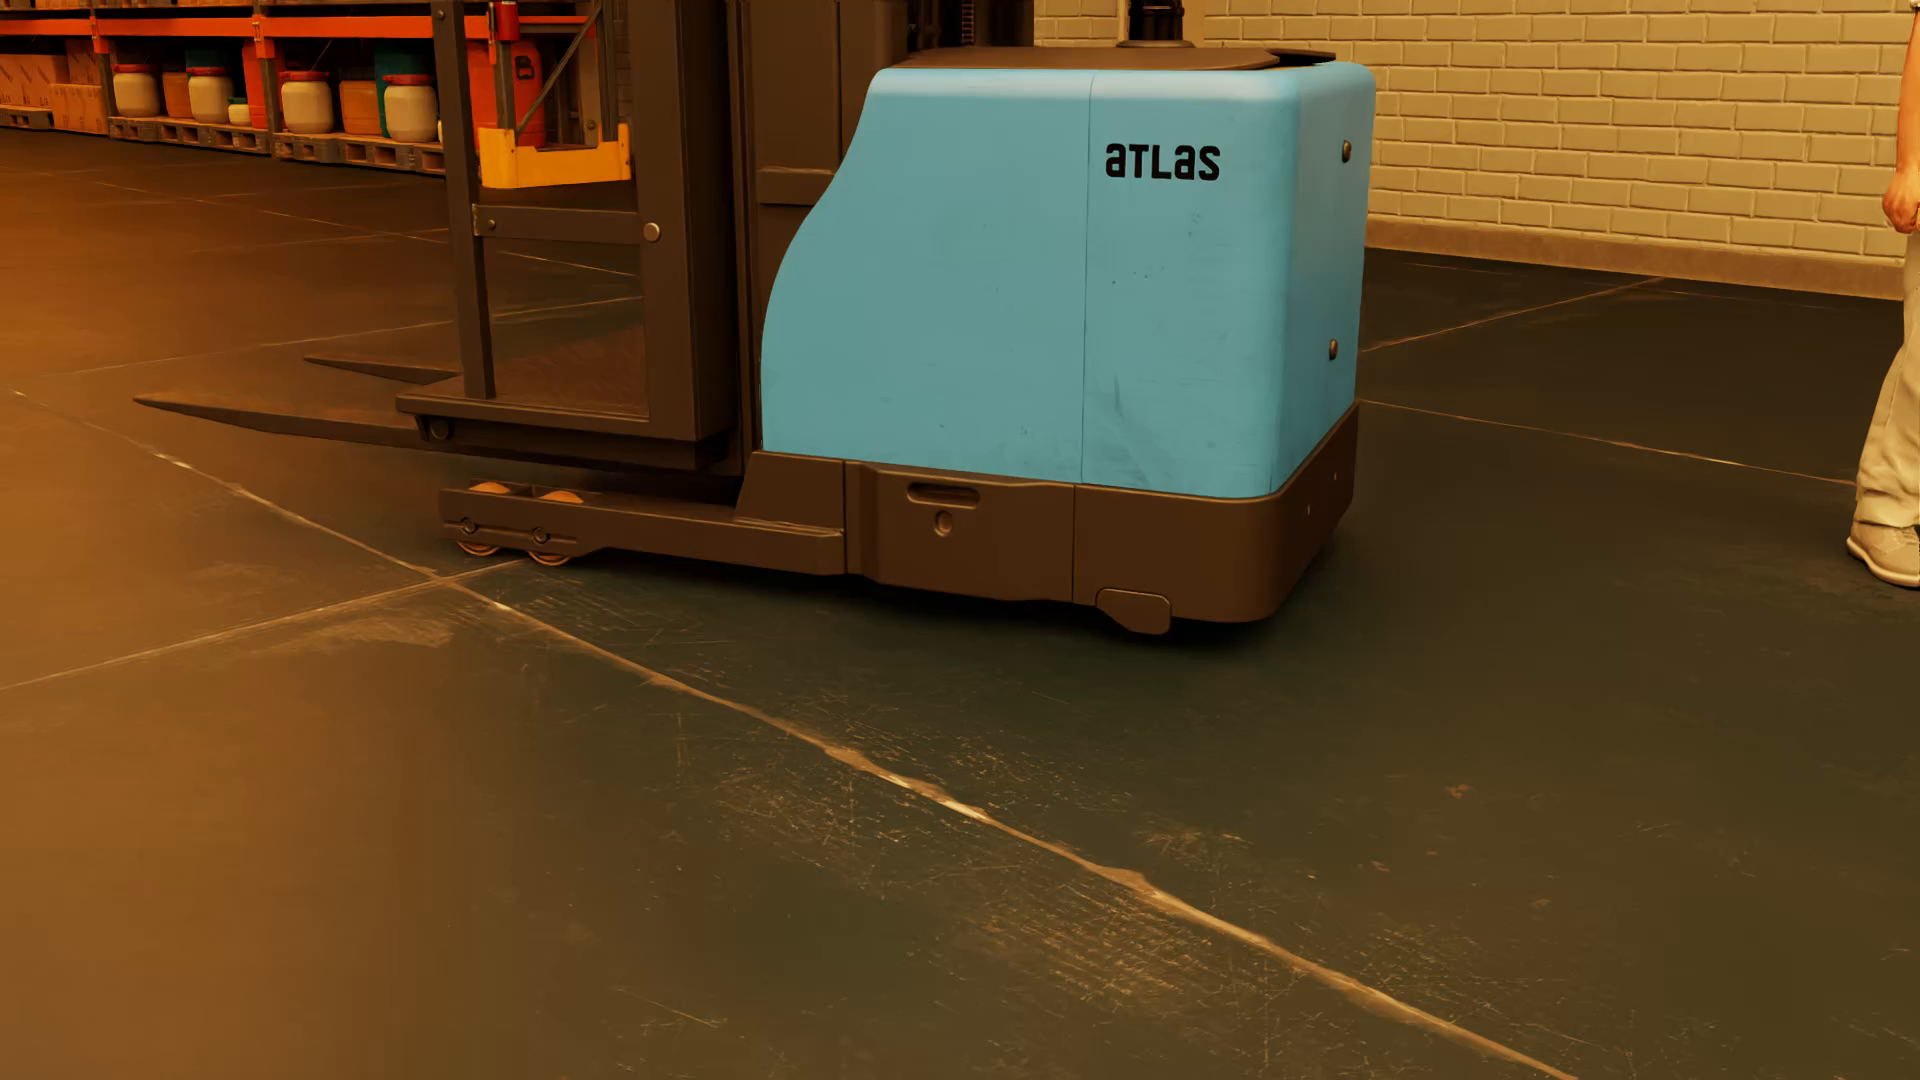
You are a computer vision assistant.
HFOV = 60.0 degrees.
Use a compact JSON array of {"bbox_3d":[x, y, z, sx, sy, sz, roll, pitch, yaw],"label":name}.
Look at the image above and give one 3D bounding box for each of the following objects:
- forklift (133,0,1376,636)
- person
[{"bbox_3d":[-0.632,-1.477,3.712,3.031,2.935,1.130,7,18,21],"label":"forklift"},{"bbox_3d":[-18.391,-5.091,5.135,39.960,9.000,13.976,-3,17,-11],"label":"person"}]
